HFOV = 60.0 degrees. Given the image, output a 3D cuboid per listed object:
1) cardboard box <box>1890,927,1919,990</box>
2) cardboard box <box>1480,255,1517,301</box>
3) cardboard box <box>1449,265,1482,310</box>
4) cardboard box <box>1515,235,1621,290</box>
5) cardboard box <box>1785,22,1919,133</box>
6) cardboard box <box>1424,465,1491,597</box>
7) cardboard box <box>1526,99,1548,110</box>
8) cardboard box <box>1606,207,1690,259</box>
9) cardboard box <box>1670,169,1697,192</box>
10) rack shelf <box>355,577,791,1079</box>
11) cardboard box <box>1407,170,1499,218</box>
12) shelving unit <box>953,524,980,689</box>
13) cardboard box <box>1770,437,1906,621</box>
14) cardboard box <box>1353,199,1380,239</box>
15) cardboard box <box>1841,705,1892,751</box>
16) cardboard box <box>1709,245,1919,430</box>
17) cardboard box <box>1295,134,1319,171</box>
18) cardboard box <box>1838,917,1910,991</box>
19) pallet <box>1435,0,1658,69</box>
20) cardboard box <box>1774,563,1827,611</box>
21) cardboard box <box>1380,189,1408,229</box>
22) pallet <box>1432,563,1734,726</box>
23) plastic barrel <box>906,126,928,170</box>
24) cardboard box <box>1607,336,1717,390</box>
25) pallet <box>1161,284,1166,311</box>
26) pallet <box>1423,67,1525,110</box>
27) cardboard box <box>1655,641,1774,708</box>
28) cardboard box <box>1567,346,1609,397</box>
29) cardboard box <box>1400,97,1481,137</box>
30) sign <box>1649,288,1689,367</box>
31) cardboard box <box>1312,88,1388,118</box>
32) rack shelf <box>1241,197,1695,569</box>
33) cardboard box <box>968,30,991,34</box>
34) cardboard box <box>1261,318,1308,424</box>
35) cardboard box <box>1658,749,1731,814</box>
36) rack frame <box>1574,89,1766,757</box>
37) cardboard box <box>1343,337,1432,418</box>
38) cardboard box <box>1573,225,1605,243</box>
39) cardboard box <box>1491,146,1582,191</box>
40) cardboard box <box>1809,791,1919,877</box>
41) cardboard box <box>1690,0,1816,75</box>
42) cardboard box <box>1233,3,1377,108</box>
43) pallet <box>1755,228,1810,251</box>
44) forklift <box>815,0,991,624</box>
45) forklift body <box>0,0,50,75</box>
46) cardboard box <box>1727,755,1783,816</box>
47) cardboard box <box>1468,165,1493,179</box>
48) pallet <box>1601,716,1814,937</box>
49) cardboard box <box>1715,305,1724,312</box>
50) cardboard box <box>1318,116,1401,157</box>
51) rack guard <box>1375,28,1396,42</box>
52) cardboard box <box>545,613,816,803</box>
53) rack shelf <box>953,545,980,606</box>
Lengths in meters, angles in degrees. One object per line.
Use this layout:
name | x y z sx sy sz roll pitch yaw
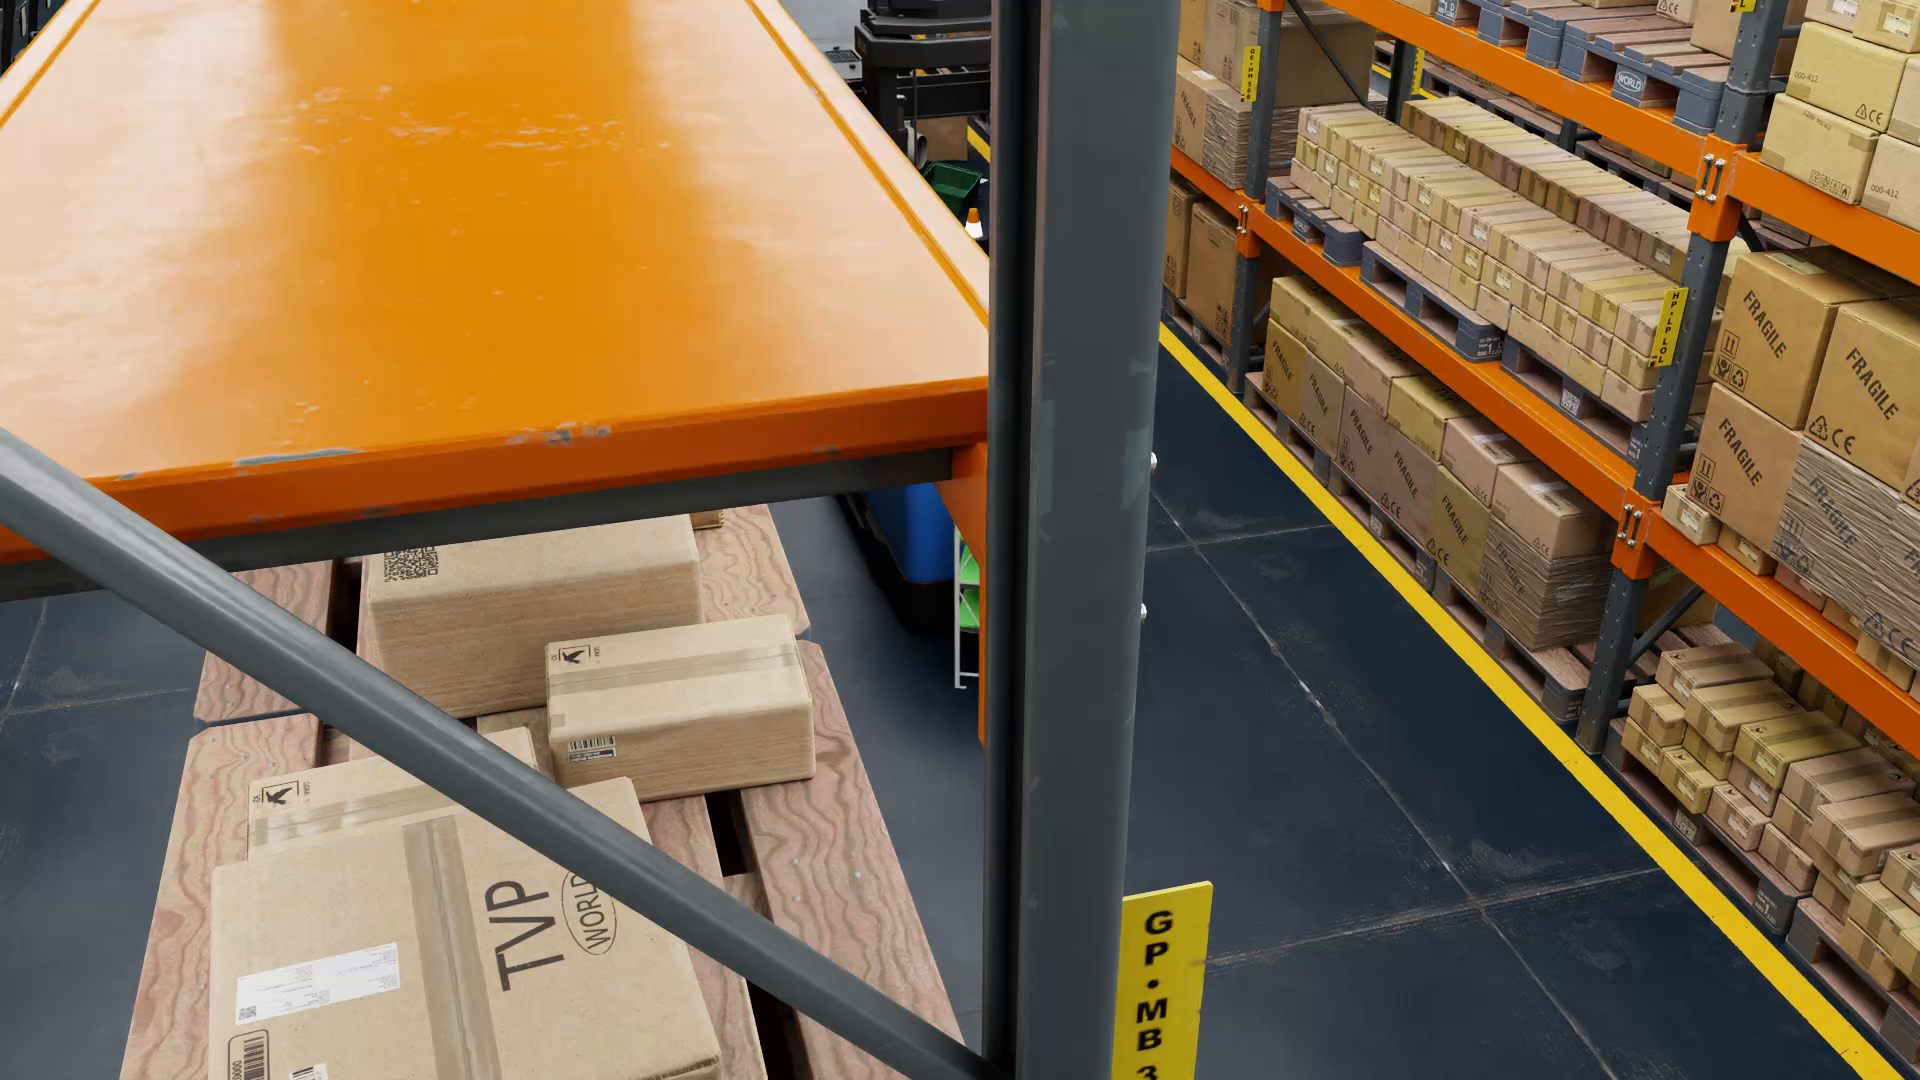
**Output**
cardboard box | 3.528 1.475 5.837 0.380 0.149 0.250 -8 31 -13
cardboard box | 2.747 -1.281 8.003 0.380 0.149 0.250 -9 31 -16
cardboard box | 2.676 -1.276 8.292 0.380 0.149 0.250 -7 31 -11
cardboard box | 2.818 -1.288 7.719 0.380 0.149 0.250 -8 31 -13
cardboard box | 3.218 -1.594 5.666 0.500 0.250 0.500 -7 31 -12
cardboard box | 2.746 -0.080 8.470 0.500 0.500 0.500 -9 31 -14
cardboard box | 5.780 -4.457 16.032 0.500 0.500 0.500 2 30 3
cardboard box | 3.382 -1.493 8.073 0.380 0.149 0.250 -8 31 -14
cardboard box | 6.406 -3.189 13.822 0.700 0.500 0.500 -11 32 -18
rack shelf | -0.893 0.277 3.500 1.077 0.370 4.000 -8 31 -13
cardboard box | 2.546 -1.787 8.582 0.380 0.149 0.250 -7 31 -12
shelving unit | 0.130 0.081 7.910 0.258 1.200 0.503 4 31 7
cardboard box | 3.348 -0.070 5.980 0.500 0.500 0.500 -8 31 -13
cardboard box | 2.400 -1.781 9.164 0.380 0.149 0.250 -6 31 -11
cardboard box | 3.846 0.761 6.774 0.380 0.149 0.250 -8 31 -14
cardboard box | 3.206 -0.763 6.179 0.500 0.500 0.500 -7 31 -12
cardboard box | 2.194 -2.282 9.733 0.380 0.149 0.250 -6 31 -11
cardboard box | 3.492 1.483 6.120 0.380 0.149 0.250 -9 31 -15
pallet | 2.982 -2.438 7.662 1.213 0.211 1.003 -8 31 -13
cardboard box | 3.343 0.117 6.304 0.380 0.149 0.250 -9 31 -15
cardboard box | 2.475 -1.781 8.867 0.380 0.149 0.250 -8 31 -13
pallet | 3.113 0.422 8.309 1.003 0.211 1.213 -8 31 -13
plastic barrel | -0.582 -3.501 14.877 0.512 0.421 0.421 13 32 21
cardboard box | 3.025 -0.776 7.131 0.380 0.149 0.250 -7 31 -12
pallet | 1.803 -2.113 12.689 1.003 0.211 1.213 -8 31 -13
pallet | 5.467 -4.586 16.963 1.003 0.211 1.213 -8 31 -13
cardboard box | 3.213 0.580 7.086 0.380 0.149 0.250 -7 31 -11
cardboard box | 2.955 -0.773 7.422 0.380 0.149 0.250 -8 31 -13
cardboard box | 2.832 -2.495 9.804 0.380 0.149 0.250 -9 31 -15
sign | 2.787 -0.834 6.541 0.100 0.325 0.005 -8 31 -13
cardboard box | 2.401 -2.637 10.711 0.500 0.500 0.500 -8 31 -13
rack shelf | 2.791 -1.063 8.811 1.077 0.370 4.000 -8 31 -13
cardboard box | 0.616 -4.723 16.117 0.875 0.875 0.875 -8 31 -14
cardboard box | 2.202 -1.065 10.171 0.500 0.500 0.500 -9 31 -15
cardboard box | 3.179 0.991 6.971 0.380 0.149 0.250 -7 31 -12
rack frame | 3.321 -0.409 6.962 1.000 3.000 0.127 -8 31 -13
cardboard box | 2.463 -0.914 9.162 0.500 0.250 0.500 -8 31 -13
cardboard box | 3.307 -1.495 8.373 0.380 0.149 0.250 -8 31 -14
cardboard box | 3.099 -2.001 8.951 0.380 0.149 0.250 -8 31 -13
cardboard box | 3.424 1.093 6.200 0.380 0.149 0.250 -7 31 -12
cardboard box | 3.327 -2.129 6.421 0.700 0.500 0.500 -8 31 -13
cardboard box | 2.150 -3.035 10.401 0.700 0.500 0.500 -8 31 -14
pallet | 6.863 -2.122 12.705 1.003 0.211 1.213 -8 31 -13
forklift | -0.173 -1.572 9.040 1.130 2.935 3.031 -8 31 -14
forklift body | -7.132 -3.795 13.659 2.313 2.155 1.214 -8 31 -13
cardboard box | 3.362 0.956 6.734 0.380 0.149 0.250 -8 31 -14
cardboard box | 3.041 -1.988 9.225 0.380 0.149 0.250 -8 31 -13
pallet | 3.534 1.118 7.108 1.003 0.211 1.213 -8 31 -13
cardboard box | 3.590 -0.987 7.495 0.380 0.149 0.250 -8 31 -14
cardboard box | 2.269 -2.293 9.454 0.380 0.149 0.250 -9 31 -15
rack guard | 4.965 -5.696 18.593 1.175 0.500 0.348 -8 31 -13
cardboard box | -0.430 0.260 2.544 0.380 0.149 0.250 -7 31 -11
rack shelf | 0.130 0.136 7.942 0.258 0.148 0.480 4 31 7
